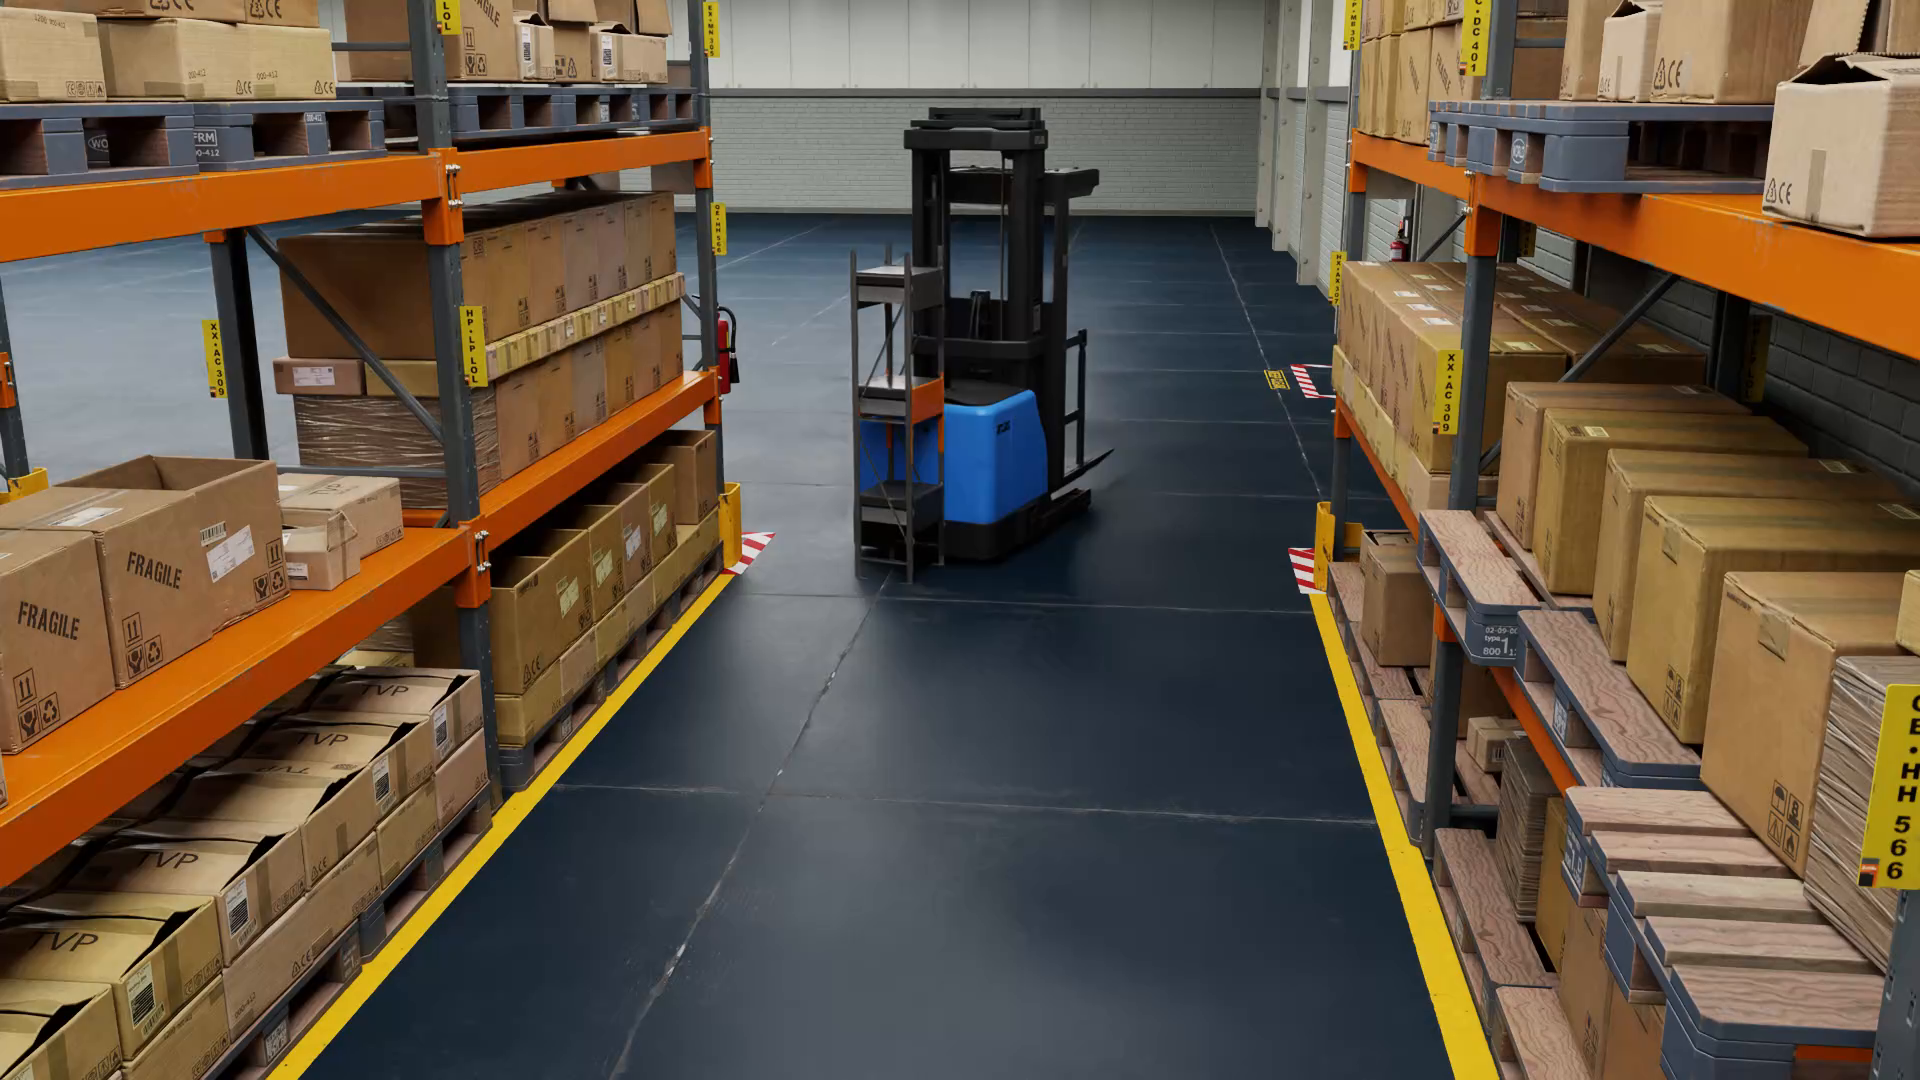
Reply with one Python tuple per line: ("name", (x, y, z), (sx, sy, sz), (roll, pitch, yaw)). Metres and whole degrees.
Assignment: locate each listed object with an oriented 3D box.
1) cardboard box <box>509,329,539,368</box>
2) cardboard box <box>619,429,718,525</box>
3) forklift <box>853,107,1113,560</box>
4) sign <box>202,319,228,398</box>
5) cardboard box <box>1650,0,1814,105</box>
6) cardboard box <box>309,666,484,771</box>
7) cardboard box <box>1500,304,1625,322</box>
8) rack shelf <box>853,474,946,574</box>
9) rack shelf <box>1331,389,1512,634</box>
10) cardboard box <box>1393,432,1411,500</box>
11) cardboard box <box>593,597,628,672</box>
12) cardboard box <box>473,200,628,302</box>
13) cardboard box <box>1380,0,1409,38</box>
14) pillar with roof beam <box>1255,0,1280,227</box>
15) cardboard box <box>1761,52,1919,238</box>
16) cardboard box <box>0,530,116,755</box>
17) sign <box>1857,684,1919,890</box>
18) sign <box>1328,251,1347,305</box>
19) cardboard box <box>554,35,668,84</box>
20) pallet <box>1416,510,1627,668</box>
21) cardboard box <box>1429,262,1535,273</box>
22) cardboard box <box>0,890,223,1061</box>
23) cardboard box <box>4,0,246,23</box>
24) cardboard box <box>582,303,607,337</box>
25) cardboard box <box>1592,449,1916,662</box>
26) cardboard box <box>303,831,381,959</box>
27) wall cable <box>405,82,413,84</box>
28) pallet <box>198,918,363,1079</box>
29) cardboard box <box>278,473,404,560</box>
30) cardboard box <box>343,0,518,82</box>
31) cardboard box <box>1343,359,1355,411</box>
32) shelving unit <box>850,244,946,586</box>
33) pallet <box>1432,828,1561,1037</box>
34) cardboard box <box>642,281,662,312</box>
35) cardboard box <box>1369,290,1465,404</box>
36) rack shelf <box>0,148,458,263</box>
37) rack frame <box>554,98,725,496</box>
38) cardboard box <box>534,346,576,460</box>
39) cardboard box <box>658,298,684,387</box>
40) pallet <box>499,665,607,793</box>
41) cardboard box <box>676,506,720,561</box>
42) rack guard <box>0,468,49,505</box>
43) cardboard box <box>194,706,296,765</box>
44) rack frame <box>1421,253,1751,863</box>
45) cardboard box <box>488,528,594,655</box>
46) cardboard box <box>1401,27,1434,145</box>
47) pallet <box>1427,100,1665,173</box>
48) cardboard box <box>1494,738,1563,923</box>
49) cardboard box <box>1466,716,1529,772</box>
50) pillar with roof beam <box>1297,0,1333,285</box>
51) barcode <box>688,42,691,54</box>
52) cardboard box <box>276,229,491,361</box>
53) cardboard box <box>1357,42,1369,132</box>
("cardboard box", (-2.211, -0.903, 7.821), (0.380, 0.149, 0.250), (2, 15, 6))
("cardboard box", (-1.832, -0.405, 10.438), (0.500, 0.500, 0.500), (2, 15, 6))
("forklift", (0.335, -1.623, 12.050), (1.130, 2.935, 3.031), (7, 16, 23))
("sign", (-3.070, -0.750, 6.878), (0.100, 0.325, 0.005), (2, 15, 6))
("cardboard box", (2.124, -1.372, 4.248), (0.500, 0.500, 0.500), (1, 15, 4))
("cardboard box", (-2.279, 0.690, 6.753), (0.500, 0.311, 0.500), (2, 15, 6))
("cardboard box", (2.789, -0.811, 7.726), (0.500, 0.500, 0.500), (2, 15, 8))
("rack shelf", (-0.388, -0.110, 10.781), (0.431, 0.518, 0.480), (7, 16, 23))
("rack shelf", (2.630, -0.304, 8.418), (1.077, 0.370, 4.000), (2, 15, 6))
("cardboard box", (2.221, -0.331, 7.387), (0.500, 0.250, 0.500), (2, 15, 7))
("cardboard box", (-2.041, 0.477, 8.616), (0.500, 0.250, 0.500), (2, 15, 6))
("cardboard box", (-2.248, -1.588, 9.111), (0.700, 0.500, 0.500), (2, 15, 6))
("cardboard box", (2.417, -2.804, 8.394), (0.500, 0.500, 0.500), (2, 15, 8))
("pillar with roof beam", (2.744, -11.767, 37.938), (9.100, 9.000, 0.400), (2, 15, 6))
("cardboard box", (1.766, -0.705, 2.907), (0.500, 0.311, 0.500), (2, 15, 6))
("cardboard box", (-2.796, 0.276, 4.704), (0.500, 0.500, 0.500), (1, 15, 3))
("sign", (1.413, 0.371, 2.479), (0.100, 0.325, 0.005), (2, 15, 6))
("sign", (2.317, -1.604, 10.189), (0.100, 0.325, 0.005), (2, 15, 6))
("cardboard box", (-1.935, -2.655, 9.201), (0.500, 0.250, 0.500), (2, 15, 6))
("pallet", (2.174, 0.154, 5.714), (1.003, 0.211, 1.213), (2, 15, 6))
("cardboard box", (3.014, -1.341, 9.687), (0.500, 0.500, 0.500), (2, 15, 6))
("cardboard box", (-2.508, 1.218, 4.800), (0.500, 0.311, 0.500), (1, 15, 5))
("cardboard box", (-2.668, -1.911, 5.281), (0.500, 0.500, 0.500), (3, 15, 12))
("cardboard box", (-2.093, -1.169, 8.806), (0.380, 0.149, 0.250), (1, 15, 5))
("cardboard box", (2.200, 0.054, 4.681), (0.700, 0.500, 0.500), (4, 16, 14))
("cardboard box", (-2.393, 1.227, 5.841), (0.500, 0.250, 0.500), (2, 15, 8))
("wall cable", (-13.200, -14.651, 42.089), (2.305, 6.003, 0.169), (2, 15, 6))
("pallet", (-2.698, 1.578, 5.422), (1.003, 0.211, 1.213), (2, 15, 6))
("cardboard box", (-2.530, -0.076, 6.485), (0.500, 0.250, 0.500), (3, 15, 10))
("cardboard box", (-2.199, -2.167, 6.919), (0.500, 0.500, 0.500), (3, 15, 11))
("cardboard box", (2.441, -0.855, 9.327), (0.500, 0.250, 0.500), (1, 15, 5))
("shelving unit", (-0.388, -0.799, 10.595), (0.431, 2.100, 0.503), (7, 16, 23))
("pallet", (2.318, 1.415, 6.023), (1.003, 0.211, 1.213), (2, 15, 6))
("cardboard box", (-1.977, -1.437, 9.797), (0.380, 0.149, 0.250), (1, 15, 5))
("cardboard box", (2.327, -0.958, 8.272), (0.500, 0.500, 0.500), (2, 15, 8))
("rack shelf", (-2.744, -0.860, 4.726), (1.077, 0.370, 4.000), (2, 15, 6))
("rack frame", (-2.067, -1.315, 10.779), (1.000, 3.000, 0.127), (2, 15, 6))
("cardboard box", (-2.361, -0.708, 8.343), (0.700, 0.500, 0.500), (2, 15, 7))
("cardboard box", (-2.132, -1.243, 10.319), (0.700, 0.500, 0.500), (2, 15, 6))
("pallet", (-2.387, 0.863, 8.064), (1.003, 0.211, 1.213), (2, 15, 6))
("cardboard box", (-1.834, -0.043, 10.536), (0.500, 0.250, 0.500), (2, 15, 6))
("rack guard", (-6.950, -0.234, 11.570), (1.175, 0.500, 0.348), (2, 15, 6))
("cardboard box", (-2.874, 0.806, 6.324), (0.500, 0.311, 0.500), (2, 15, 6))
("rack frame", (2.404, -0.133, 6.406), (1.000, 3.000, 0.127), (2, 15, 6))
("cardboard box", (-2.106, 0.244, 8.039), (0.500, 0.500, 0.500), (2, 15, 6))
("cardboard box", (2.310, -2.052, 7.530), (0.500, 0.500, 0.500), (1, 15, 4))
("pallet", (2.229, -1.333, 5.459), (1.213, 0.211, 1.003), (2, 15, 6))
("cardboard box", (2.338, 1.053, 5.967), (0.700, 0.500, 0.500), (2, 15, 8))
("cardboard box", (2.435, 0.883, 7.235), (0.380, 0.166, 0.250), (0, 15, -1))
("pillar with roof beam", (1.390, -8.654, 26.428), (9.100, 9.000, 0.400), (2, 15, 6))
("barcode", (-1.621, -2.951, 9.970), (0.001, 0.075, 0.075), (2, 15, 6))
("cardboard box", (-2.474, -1.067, 7.186), (0.700, 0.500, 0.500), (2, 15, 7))
("cardboard box", (2.570, -2.597, 9.542), (0.500, 0.500, 0.500), (2, 15, 8))
